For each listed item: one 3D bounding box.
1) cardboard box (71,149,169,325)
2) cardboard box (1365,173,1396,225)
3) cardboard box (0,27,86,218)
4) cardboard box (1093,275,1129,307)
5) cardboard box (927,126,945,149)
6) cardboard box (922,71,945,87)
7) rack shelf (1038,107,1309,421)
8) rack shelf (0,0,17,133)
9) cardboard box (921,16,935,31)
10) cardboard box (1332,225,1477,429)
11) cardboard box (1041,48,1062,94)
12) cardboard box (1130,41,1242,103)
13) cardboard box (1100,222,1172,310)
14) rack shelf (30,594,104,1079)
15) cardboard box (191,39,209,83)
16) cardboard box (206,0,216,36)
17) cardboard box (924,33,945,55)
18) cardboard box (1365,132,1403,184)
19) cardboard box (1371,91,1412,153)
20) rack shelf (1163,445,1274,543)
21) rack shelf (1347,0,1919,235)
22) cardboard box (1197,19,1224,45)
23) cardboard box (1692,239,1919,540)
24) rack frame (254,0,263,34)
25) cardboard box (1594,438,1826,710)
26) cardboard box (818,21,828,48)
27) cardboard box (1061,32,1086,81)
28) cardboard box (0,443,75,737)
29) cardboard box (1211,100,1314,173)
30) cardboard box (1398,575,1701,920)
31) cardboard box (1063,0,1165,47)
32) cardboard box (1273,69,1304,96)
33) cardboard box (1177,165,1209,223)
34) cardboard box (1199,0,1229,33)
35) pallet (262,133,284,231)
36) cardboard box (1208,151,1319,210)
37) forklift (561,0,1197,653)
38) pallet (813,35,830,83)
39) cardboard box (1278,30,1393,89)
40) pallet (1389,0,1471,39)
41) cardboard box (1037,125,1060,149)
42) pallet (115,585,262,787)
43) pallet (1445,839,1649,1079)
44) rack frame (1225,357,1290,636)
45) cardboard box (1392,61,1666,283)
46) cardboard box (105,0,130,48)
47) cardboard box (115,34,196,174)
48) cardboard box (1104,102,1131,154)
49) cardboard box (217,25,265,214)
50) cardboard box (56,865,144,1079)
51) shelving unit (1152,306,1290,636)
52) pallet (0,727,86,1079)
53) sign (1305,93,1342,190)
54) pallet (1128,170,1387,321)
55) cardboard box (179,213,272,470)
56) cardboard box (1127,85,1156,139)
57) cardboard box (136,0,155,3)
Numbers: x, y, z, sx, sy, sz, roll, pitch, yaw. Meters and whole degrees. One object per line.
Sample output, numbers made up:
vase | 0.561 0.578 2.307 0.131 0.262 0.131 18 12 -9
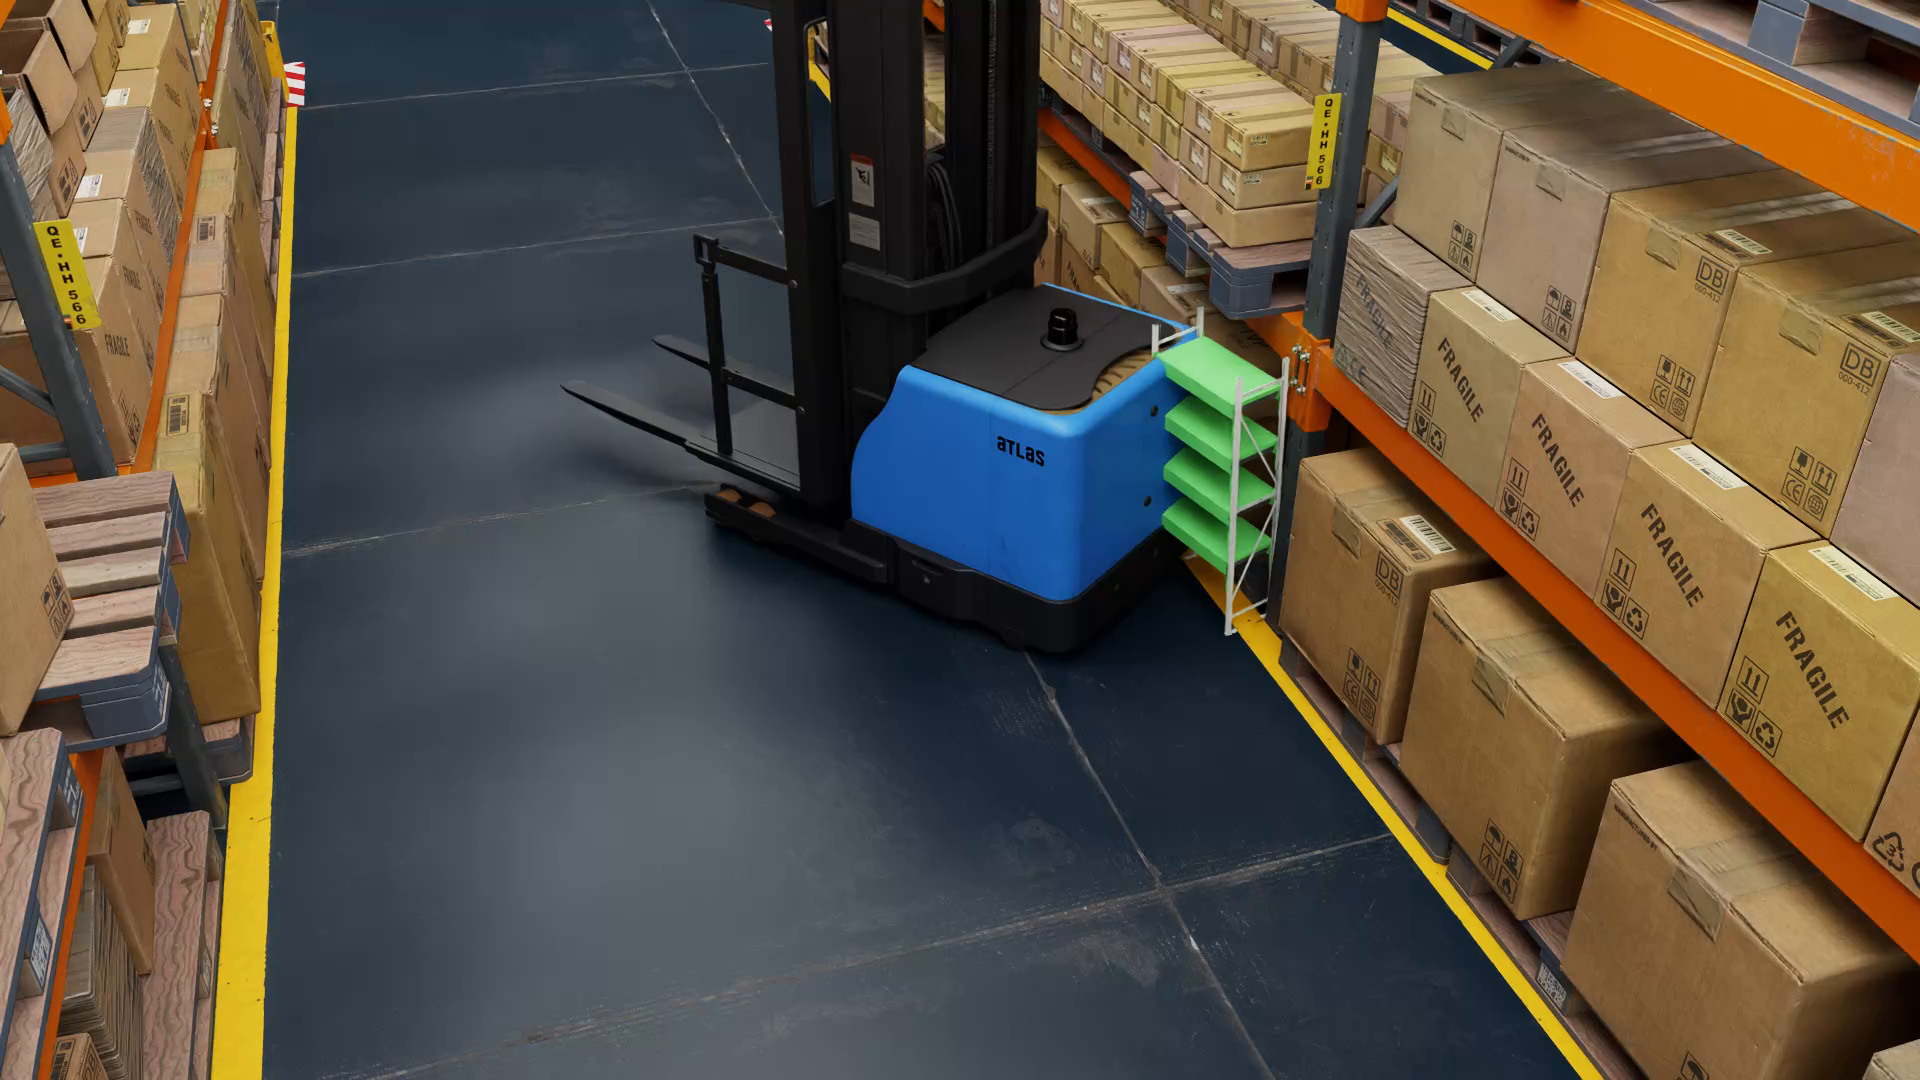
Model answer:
cardboard box | -3.231 -1.077 6.069 0.500 0.500 0.500 -11 35 -16
cardboard box | 1.787 -1.316 6.368 0.380 0.149 0.250 -10 35 -15
cardboard box | -3.427 -1.385 5.625 0.797 0.503 0.637 -9 35 -14
cardboard box | 0.950 -0.959 7.867 0.500 0.500 0.500 -12 35 -17
cardboard box | 0.018 -2.439 10.155 0.380 0.149 0.250 -12 35 -17
cardboard box | -0.048 -2.861 10.523 0.380 0.149 0.250 -9 34 -13
rack shelf | 1.121 -1.727 7.795 1.077 0.370 4.000 -10 35 -15
rack shelf | -3.633 -2.197 5.786 1.077 0.370 4.000 -10 35 -15
cardboard box | -0.065 -3.773 11.905 0.380 0.149 0.250 -11 35 -17
cardboard box | 1.611 -0.738 5.555 0.500 0.500 0.500 -10 35 -14
cardboard box | 0.597 -2.179 7.673 0.380 0.149 0.250 -11 35 -16
cardboard box | 0.906 -1.885 6.689 0.380 0.149 0.250 -9 35 -13
cardboard box | 0.969 -1.270 7.657 0.500 0.250 0.500 -9 35 -14
rack shelf | -2.413 1.154 3.435 1.077 0.370 4.000 -10 35 -15
cardboard box | -4.017 -2.403 8.393 0.380 0.149 0.250 -10 35 -15
cardboard box | -4.259 -2.816 9.019 0.380 0.149 0.250 -11 35 -16
cardboard box | -0.284 -3.276 11.152 0.380 0.149 0.250 -10 35 -15
cardboard box | 1.775 -1.459 6.314 0.380 0.149 0.250 -8 34 -13
cardboard box | 1.774 -1.573 6.217 0.380 0.149 0.250 -10 35 -15
rack shelf | 1.004 -0.206 6.569 0.258 0.148 0.480 -23 41 -24
rack shelf | 2.342 -0.878 3.790 1.077 0.370 4.000 -10 35 -15
cardboard box | 1.295 -2.276 7.551 0.380 0.149 0.250 -9 34 -13
cardboard box | 2.329 -0.396 4.131 0.700 0.500 0.500 -10 35 -15
rack frame | -5.463 -4.396 11.182 1.000 3.000 0.127 -10 35 -15
cardboard box | 2.072 0.056 4.354 0.500 0.500 0.500 -10 35 -15
cardboard box | -0.854 -3.834 12.537 0.380 0.149 0.250 -9 35 -14
cardboard box | 0.673 -2.167 7.385 0.380 0.149 0.250 -11 35 -16
cardboard box | -2.555 0.140 3.846 0.700 0.500 0.500 -5 34 -8
cardboard box | 1.145 -1.476 6.070 0.380 0.149 0.250 -11 35 -17
cardboard box | 2.101 0.580 5.312 1.050 0.750 0.750 -9 35 -14
cardboard box | 0.674 -2.292 7.305 0.380 0.149 0.250 -9 35 -13
cardboard box | 1.529 -1.873 6.941 0.380 0.149 0.250 -10 35 -15
cardboard box | 1.069 -1.360 6.434 0.380 0.149 0.250 -10 35 -15
cardboard box | 1.300 -2.392 7.457 0.380 0.149 0.250 -10 35 -15
pallet | -4.776 -2.187 10.368 1.003 0.211 1.213 -10 35 -15
cardboard box | 1.147 -1.354 6.156 0.380 0.149 0.250 -9 35 -14
forklift | -0.503 -1.429 6.755 3.031 2.935 1.130 22 39 30
pallet | -0.472 -3.542 12.418 1.003 0.211 1.213 -10 35 -15
cardboard box | 1.540 -1.980 6.833 0.380 0.149 0.250 -11 35 -17
pallet | 4.293 -4.493 13.858 1.003 0.211 1.213 -10 35 -15
cardboard box | 0.485 -2.090 8.898 0.500 0.250 0.500 -12 35 -17
pallet | -3.192 0.541 6.240 1.003 0.211 1.213 -10 35 -15
pallet | 2.269 1.252 5.163 1.003 0.211 1.213 -10 35 -15
rack frame | 1.131 -0.141 6.361 0.240 1.200 0.015 -23 41 -24
cardboard box | 1.859 -1.199 5.345 0.700 0.500 0.500 -10 35 -15
cardboard box | -4.040 -2.422 7.194 0.797 0.503 0.637 -11 35 -16
cardboard box | -3.696 -1.877 7.279 0.500 0.500 0.500 -9 34 -13
cardboard box | 0.834 -1.767 7.051 0.380 0.149 0.250 -12 35 -17
cardboard box | -4.643 -2.417 9.734 0.875 0.875 0.875 -10 35 -15
cardboard box | -2.618 1.301 4.429 0.700 0.500 0.500 -13 36 -19
shelving unit | 1.000 -0.257 6.531 0.258 1.200 0.503 -23 41 -24
pallet | -2.380 0.916 3.316 1.003 0.211 1.213 -10 35 -15
sign | 1.218 -1.331 5.565 0.100 0.325 0.005 -10 35 -15
pallet | 1.413 -1.253 6.600 1.213 0.211 1.003 -10 35 -15
cardboard box | -3.755 -0.783 7.261 1.225 0.875 0.875 -11 35 -16
cardboard box | 0.906 -1.763 6.775 0.380 0.149 0.250 -10 35 -15
cardboard box | -4.146 -2.965 8.202 0.500 0.500 0.500 -10 35 -15
